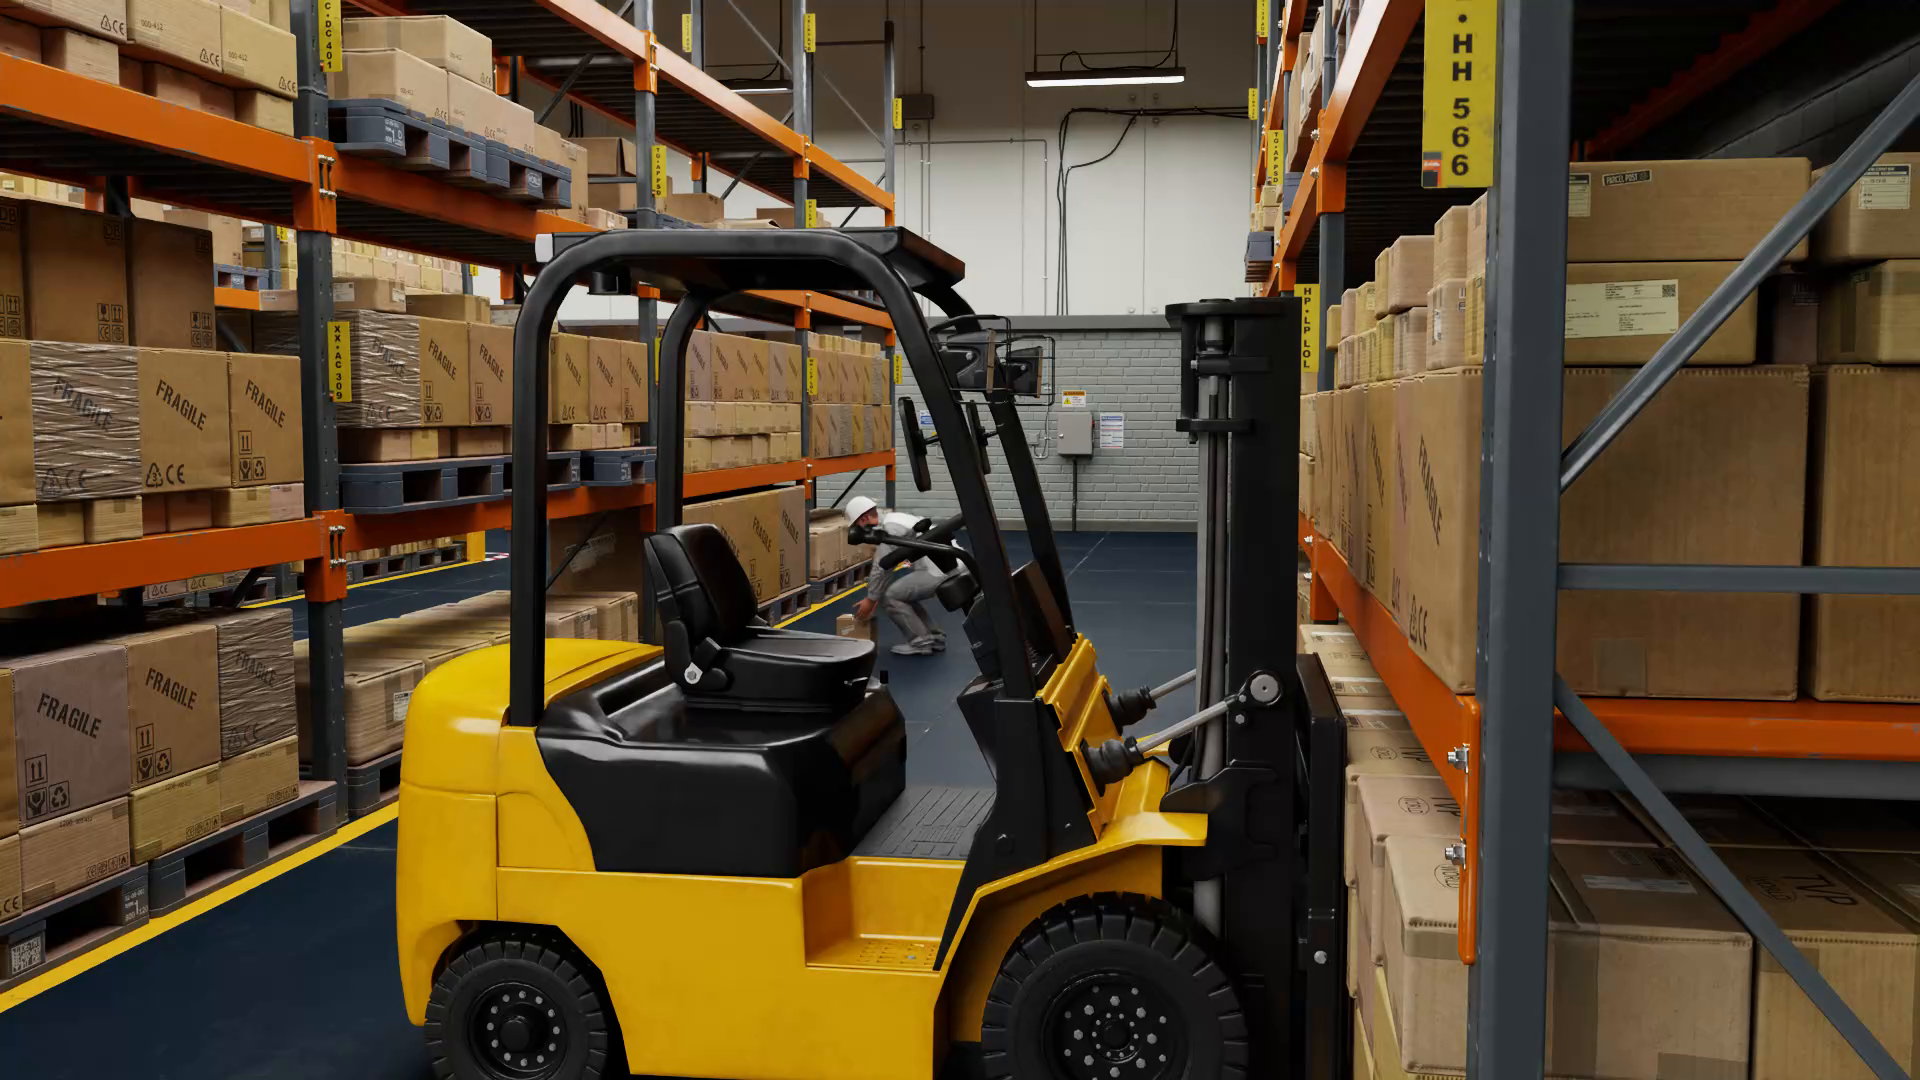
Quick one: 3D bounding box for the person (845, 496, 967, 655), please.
[{"bbox_3d":[-0.387,0.251,11.935,0.876,1.126,0.558,1,4,9],"label":"person"}]
